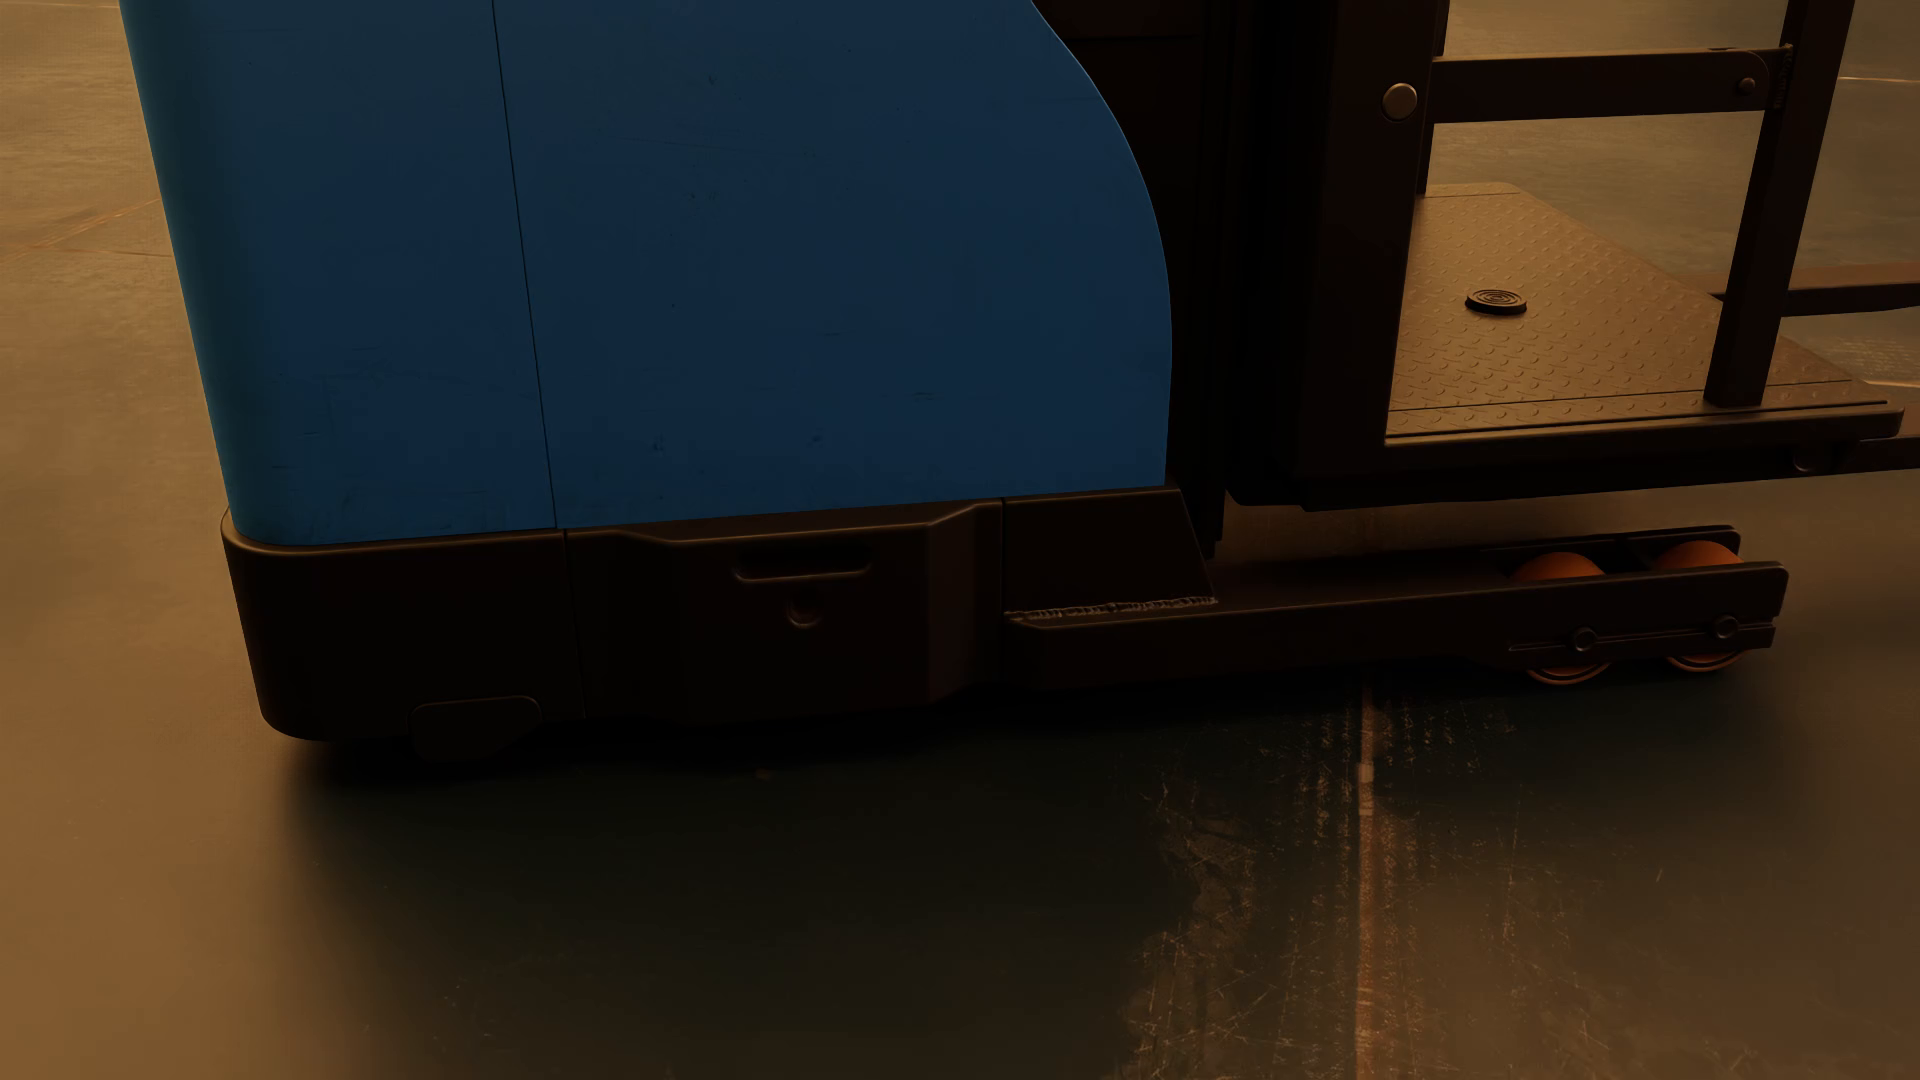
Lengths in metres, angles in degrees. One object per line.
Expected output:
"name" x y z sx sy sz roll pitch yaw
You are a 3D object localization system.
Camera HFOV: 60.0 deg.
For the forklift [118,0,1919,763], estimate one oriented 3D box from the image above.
"forklift" 0.600 -1.354 1.930 3.031 2.935 1.130 -4 27 -9
